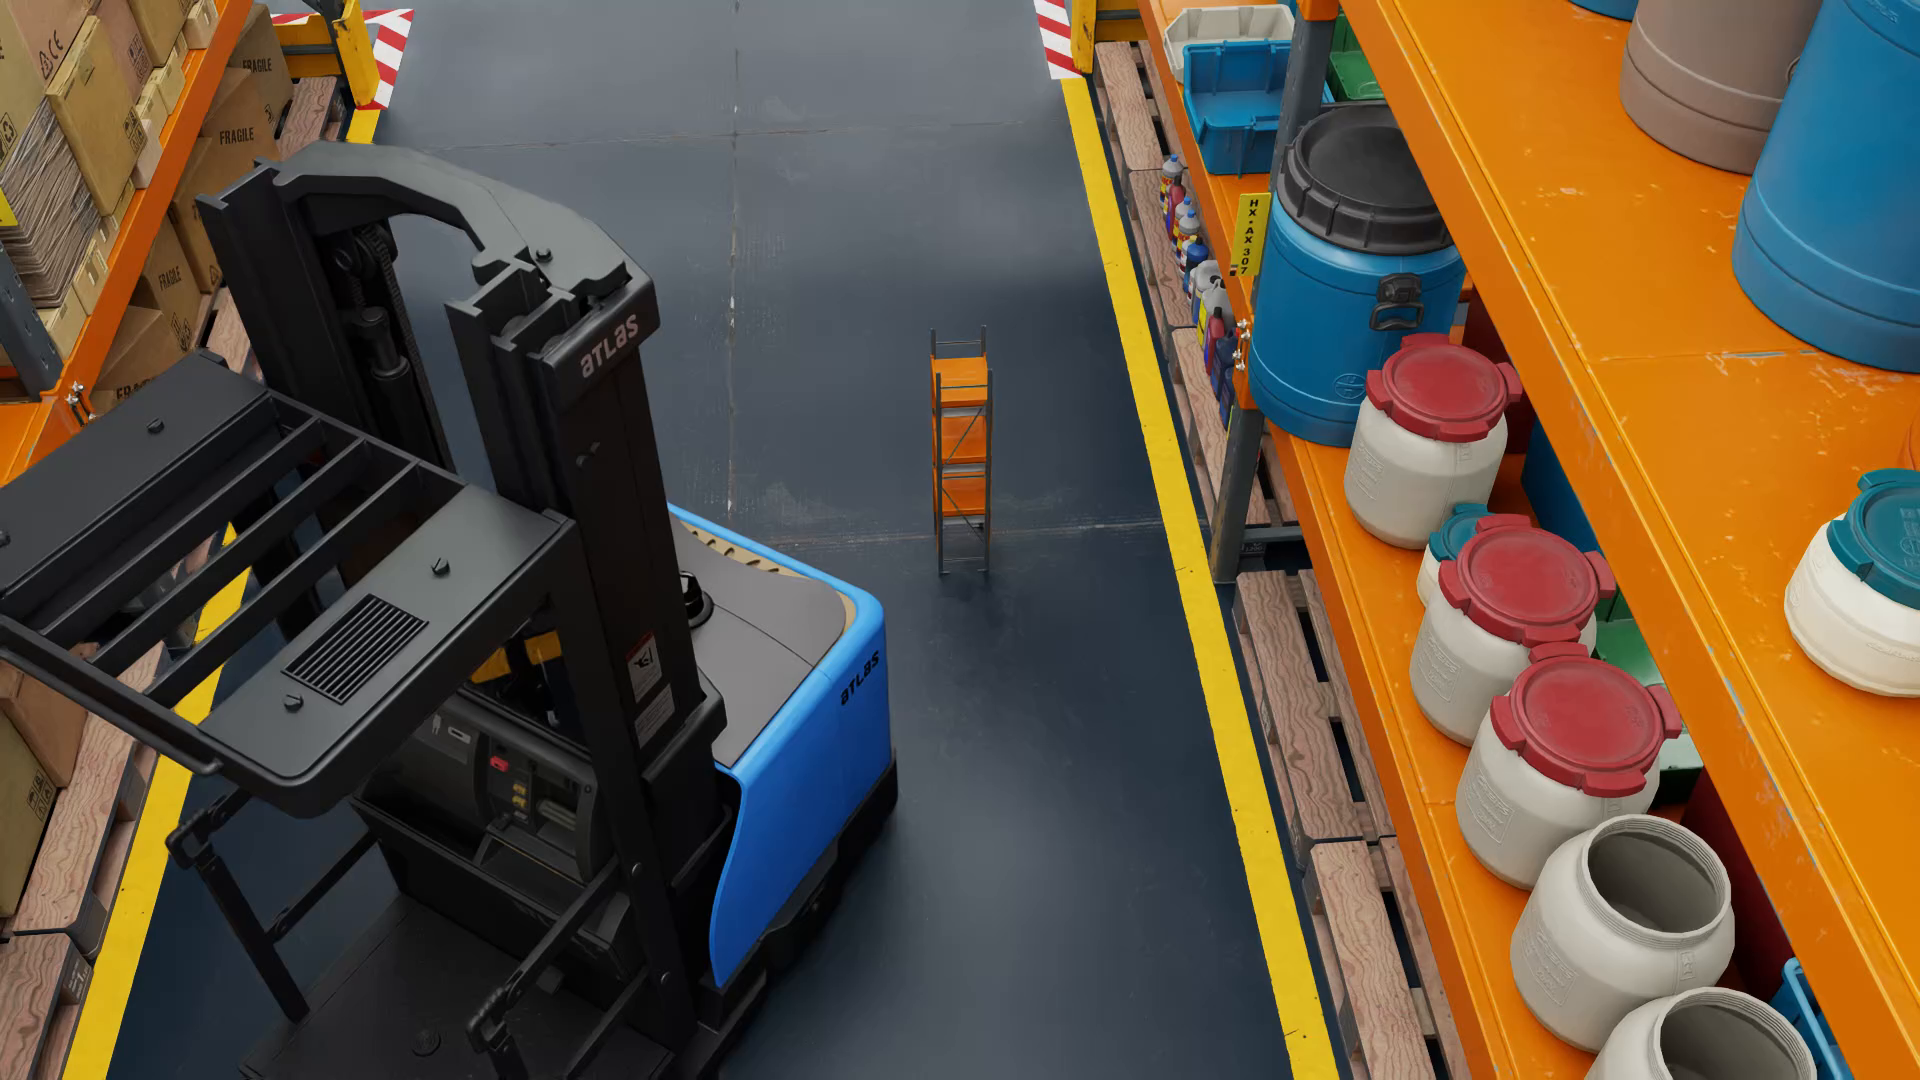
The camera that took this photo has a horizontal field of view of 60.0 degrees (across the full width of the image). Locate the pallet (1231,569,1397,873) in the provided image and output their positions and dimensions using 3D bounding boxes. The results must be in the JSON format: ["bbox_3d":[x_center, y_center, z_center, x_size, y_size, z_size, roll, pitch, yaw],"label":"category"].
[{"bbox_3d":[1.600,0.599,6.037,1.003,0.211,1.213,-3,47,-3],"label":"pallet"}]

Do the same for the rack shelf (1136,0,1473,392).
[{"bbox_3d":[1.328,-2.125,7.192,1.077,0.370,4.000,-3,47,-3],"label":"rack shelf"}]

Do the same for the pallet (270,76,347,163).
[{"bbox_3d":[-3.736,-1.915,8.418,1.003,0.211,1.213,-3,47,-3],"label":"pallet"}]

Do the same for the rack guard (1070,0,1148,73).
[{"bbox_3d":[1.214,-2.908,9.160,1.175,0.500,0.348,-3,47,-3],"label":"rack guard"}]

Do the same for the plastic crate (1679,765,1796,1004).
[{"bbox_3d":[2.000,0.759,3.921,0.402,0.464,0.583,-3,47,-3],"label":"plastic crate"}]

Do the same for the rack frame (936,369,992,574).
[{"bbox_3d":[0.015,-0.234,6.249,0.200,1.050,0.008,-3,47,-3],"label":"rack frame"}]

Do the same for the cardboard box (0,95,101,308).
[{"bbox_3d":[-3.416,-1.090,5.443,0.875,0.500,0.500,-3,47,-3],"label":"cardboard box"}]

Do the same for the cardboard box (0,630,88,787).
[{"bbox_3d":[-3.410,0.529,5.601,0.700,0.500,0.500,-7,47,-6],"label":"cardboard box"}]

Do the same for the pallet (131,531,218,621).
[{"bbox_3d":[-3.531,-0.149,6.746,1.003,0.211,1.213,-3,47,-3],"label":"pallet"}]

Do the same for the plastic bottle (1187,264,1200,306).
[{"bbox_3d":[1.065,-1.137,7.385,0.097,0.201,0.097,0,47,0],"label":"plastic bottle"}]

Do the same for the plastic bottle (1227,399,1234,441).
[{"bbox_3d":[1.127,-0.471,6.698,0.061,0.283,0.133,-1,47,-1],"label":"plastic bottle"}]

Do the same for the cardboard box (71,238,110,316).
[{"bbox_3d":[-3.166,-0.893,5.703,0.380,0.149,0.250,-3,47,-3],"label":"cardboard box"}]

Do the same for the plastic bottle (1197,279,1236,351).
[{"bbox_3d":[1.112,-0.987,7.140,0.144,0.351,0.185,-4,47,-4],"label":"plastic bottle"}]

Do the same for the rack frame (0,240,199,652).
[{"bbox_3d":[-3.440,-0.624,5.275,1.000,3.000,0.127,-3,47,-3],"label":"rack frame"}]

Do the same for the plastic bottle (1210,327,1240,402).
[{"bbox_3d":[1.139,-0.753,6.919,0.144,0.351,0.185,-6,47,-5],"label":"plastic bottle"}]

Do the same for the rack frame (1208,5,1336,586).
[{"bbox_3d":[1.496,-0.925,5.560,1.000,3.000,0.127,-3,47,-3],"label":"rack frame"}]

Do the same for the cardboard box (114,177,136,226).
[{"bbox_3d":[-3.245,-1.253,6.044,0.380,0.149,0.250,-3,47,-3],"label":"cardboard box"}]

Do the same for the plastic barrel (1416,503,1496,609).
[{"bbox_3d":[1.454,0.089,4.695,0.301,0.262,0.301,0,47,0],"label":"plastic barrel"}]

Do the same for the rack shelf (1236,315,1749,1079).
[{"bbox_3d":[1.663,0.769,4.451,1.077,0.370,4.000,-3,47,-3],"label":"rack shelf"}]

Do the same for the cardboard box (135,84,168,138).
[{"bbox_3d":[-3.287,-1.615,6.386,0.380,0.149,0.250,-3,47,-3],"label":"cardboard box"}]

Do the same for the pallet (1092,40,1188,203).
[{"bbox_3d":[1.277,-2.220,8.707,1.003,0.211,1.213,-3,47,-3],"label":"pallet"}]

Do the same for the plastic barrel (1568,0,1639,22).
[{"bbox_3d":[1.755,-1.774,3.953,0.600,0.901,0.708,-3,47,-3],"label":"plastic barrel"}]

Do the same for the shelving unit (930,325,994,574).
[{"bbox_3d":[0.004,-0.322,6.332,0.215,1.050,0.252,-3,47,-3],"label":"shelving unit"}]

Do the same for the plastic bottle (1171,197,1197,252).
[{"bbox_3d":[1.031,-1.454,7.637,0.097,0.271,0.097,0,47,0],"label":"plastic bottle"}]

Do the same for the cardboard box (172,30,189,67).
[{"bbox_3d":[-3.363,-1.974,6.727,0.380,0.149,0.250,-3,47,-3],"label":"cardboard box"}]

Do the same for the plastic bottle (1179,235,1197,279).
[{"bbox_3d":[1.047,-1.286,7.526,0.097,0.201,0.097,0,47,0],"label":"plastic bottle"}]

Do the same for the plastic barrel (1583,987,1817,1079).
[{"bbox_3d":[1.532,1.199,3.472,0.421,0.512,0.421,0,47,0],"label":"plastic barrel"}]

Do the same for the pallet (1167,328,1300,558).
[{"bbox_3d":[1.481,-0.455,7.035,1.003,0.211,1.213,-3,47,-3],"label":"pallet"}]

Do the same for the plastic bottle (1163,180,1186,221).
[{"bbox_3d":[1.011,-1.603,7.826,0.097,0.201,0.097,0,47,0],"label":"plastic bottle"}]

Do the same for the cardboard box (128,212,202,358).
[{"bbox_3d":[-3.619,-1.059,7.120,0.500,0.500,0.500,-7,47,-7],"label":"cardboard box"}]

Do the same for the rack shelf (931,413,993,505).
[{"bbox_3d":[0.004,-0.315,6.340,0.215,0.259,0.240,-3,47,-3],"label":"rack shelf"}]

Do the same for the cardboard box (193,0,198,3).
[{"bbox_3d":[-3.596,-2.537,6.813,0.875,0.500,0.500,-3,47,-3],"label":"cardboard box"}]

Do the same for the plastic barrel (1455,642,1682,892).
[{"bbox_3d":[1.455,0.577,4.044,0.433,0.535,0.433,0,47,0],"label":"plastic barrel"}]

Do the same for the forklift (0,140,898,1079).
[{"bbox_3d":[-1.396,0.661,4.105,1.130,2.935,3.031,23,51,20],"label":"forklift"}]

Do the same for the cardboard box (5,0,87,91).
[{"bbox_3d":[-3.268,-1.808,5.434,0.500,0.500,0.500,-3,47,-3],"label":"cardboard box"}]

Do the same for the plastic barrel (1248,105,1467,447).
[{"bbox_3d":[1.226,-0.800,5.096,0.600,0.901,0.708,-3,47,-3],"label":"plastic barrel"}]

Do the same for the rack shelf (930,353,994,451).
[{"bbox_3d":[0.004,-0.510,6.134,0.215,0.259,0.240,-3,47,-3],"label":"rack shelf"}]

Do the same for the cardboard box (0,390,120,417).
[{"bbox_3d":[-3.433,-0.201,6.307,0.500,0.500,0.500,-5,47,-5],"label":"cardboard box"}]

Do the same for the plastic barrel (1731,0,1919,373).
[{"bbox_3d":[1.864,-0.828,3.057,0.600,0.901,0.708,-3,47,-3],"label":"plastic barrel"}]

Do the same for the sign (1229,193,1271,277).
[{"bbox_3d":[0.947,-0.995,5.436,0.100,0.325,0.005,-3,47,-3],"label":"sign"}]

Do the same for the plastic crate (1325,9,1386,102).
[{"bbox_3d":[1.663,-1.852,6.584,0.450,0.188,0.662,-3,47,-3],"label":"plastic crate"}]

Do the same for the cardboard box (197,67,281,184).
[{"bbox_3d":[-3.655,-1.920,7.935,0.500,0.500,0.500,8,47,7],"label":"cardboard box"}]

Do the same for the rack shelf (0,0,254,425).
[{"bbox_3d":[-3.607,-1.824,6.907,1.077,0.370,4.000,-3,47,-3],"label":"rack shelf"}]

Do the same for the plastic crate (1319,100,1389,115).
[{"bbox_3d":[1.579,-1.291,5.949,0.767,0.338,0.504,-3,47,-3],"label":"plastic crate"}]

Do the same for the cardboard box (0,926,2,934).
[{"bbox_3d":[-3.341,1.280,4.890,0.700,0.500,0.500,-7,47,-7],"label":"cardboard box"}]

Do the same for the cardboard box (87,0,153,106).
[{"bbox_3d":[-3.565,-1.810,6.124,0.875,0.500,0.500,-3,47,-3],"label":"cardboard box"}]

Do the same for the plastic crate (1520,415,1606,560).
[{"bbox_3d":[1.898,-0.141,4.828,0.392,0.384,0.575,-3,47,-3],"label":"plastic crate"}]

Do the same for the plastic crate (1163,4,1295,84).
[{"bbox_3d":[1.107,-1.994,6.754,0.530,0.136,0.437,-3,47,-3],"label":"plastic crate"}]
